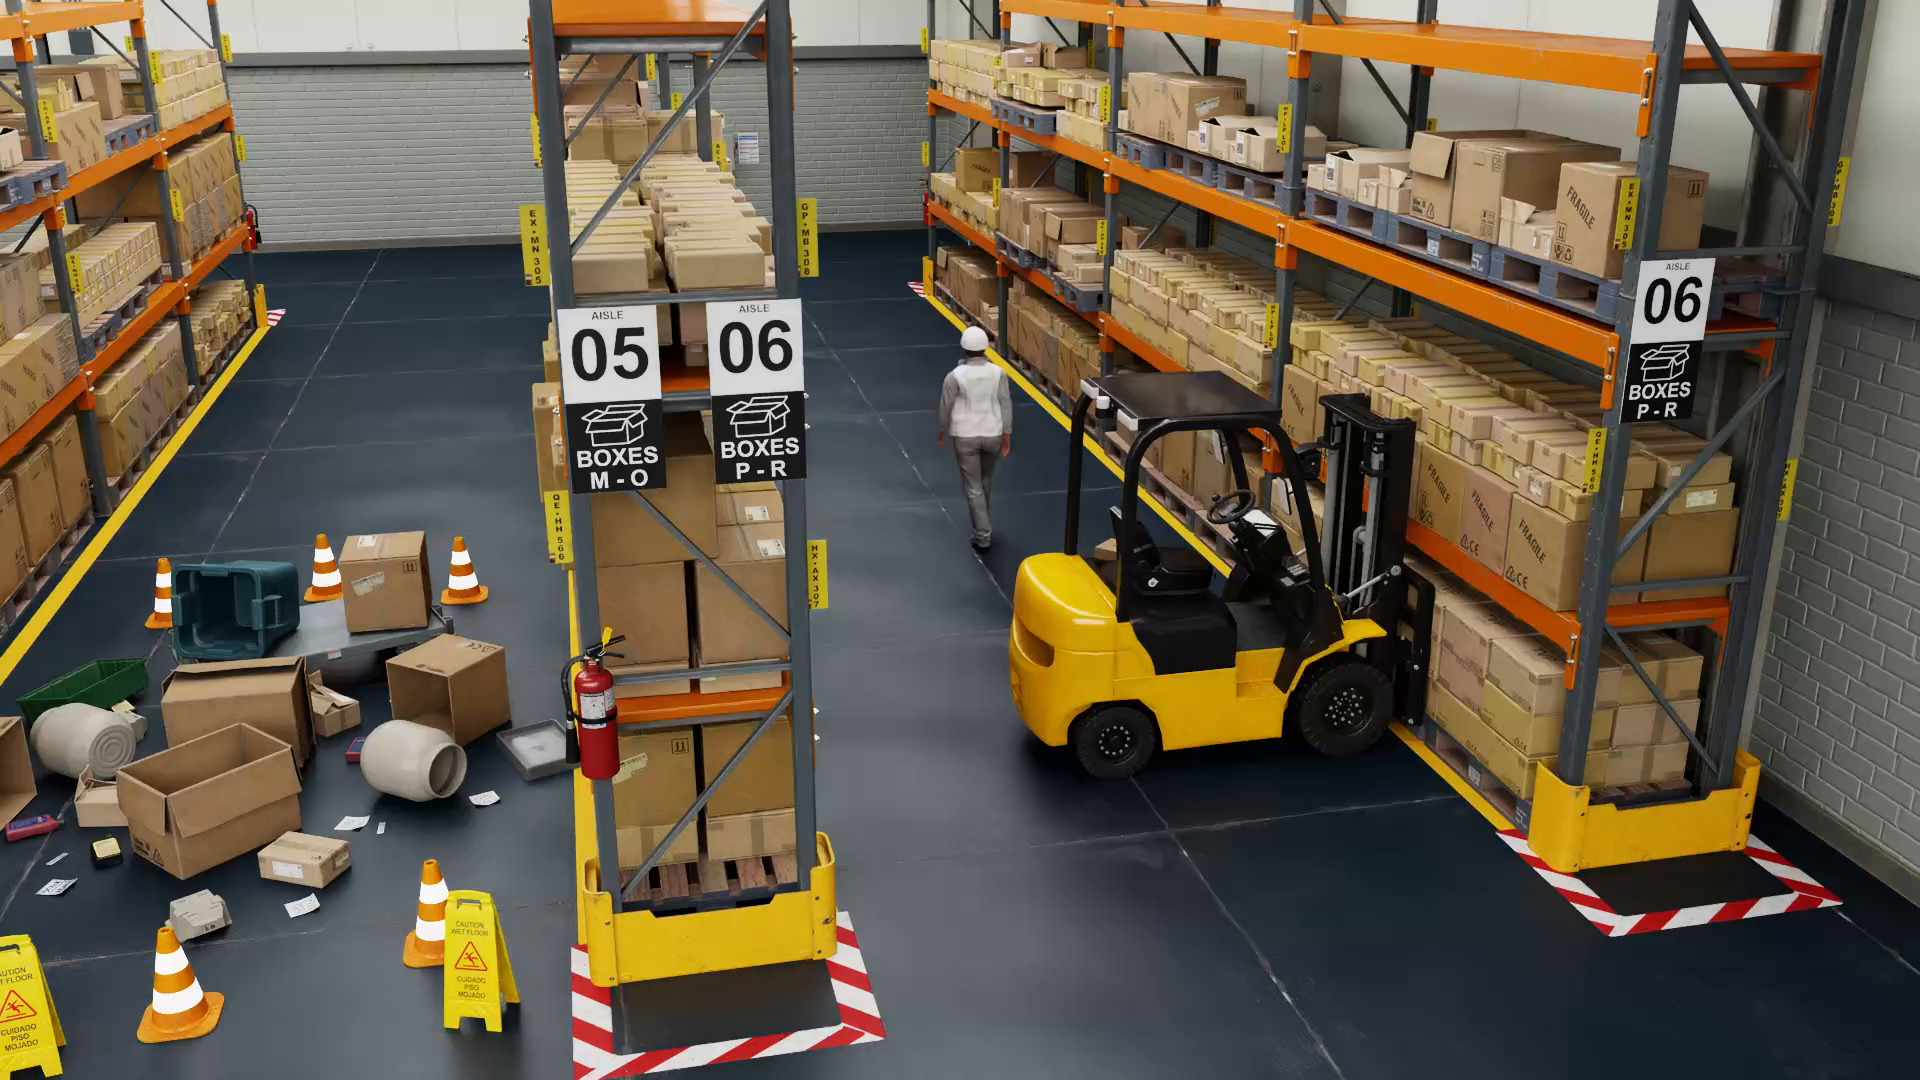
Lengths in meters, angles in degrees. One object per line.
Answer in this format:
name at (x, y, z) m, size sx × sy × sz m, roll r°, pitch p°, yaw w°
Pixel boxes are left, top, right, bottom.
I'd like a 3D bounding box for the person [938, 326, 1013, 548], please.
person at (0.101, -0.860, 13.462) m, size 0.566 × 1.769 × 0.871 m, roll -7°, pitch 21°, yaw -18°
